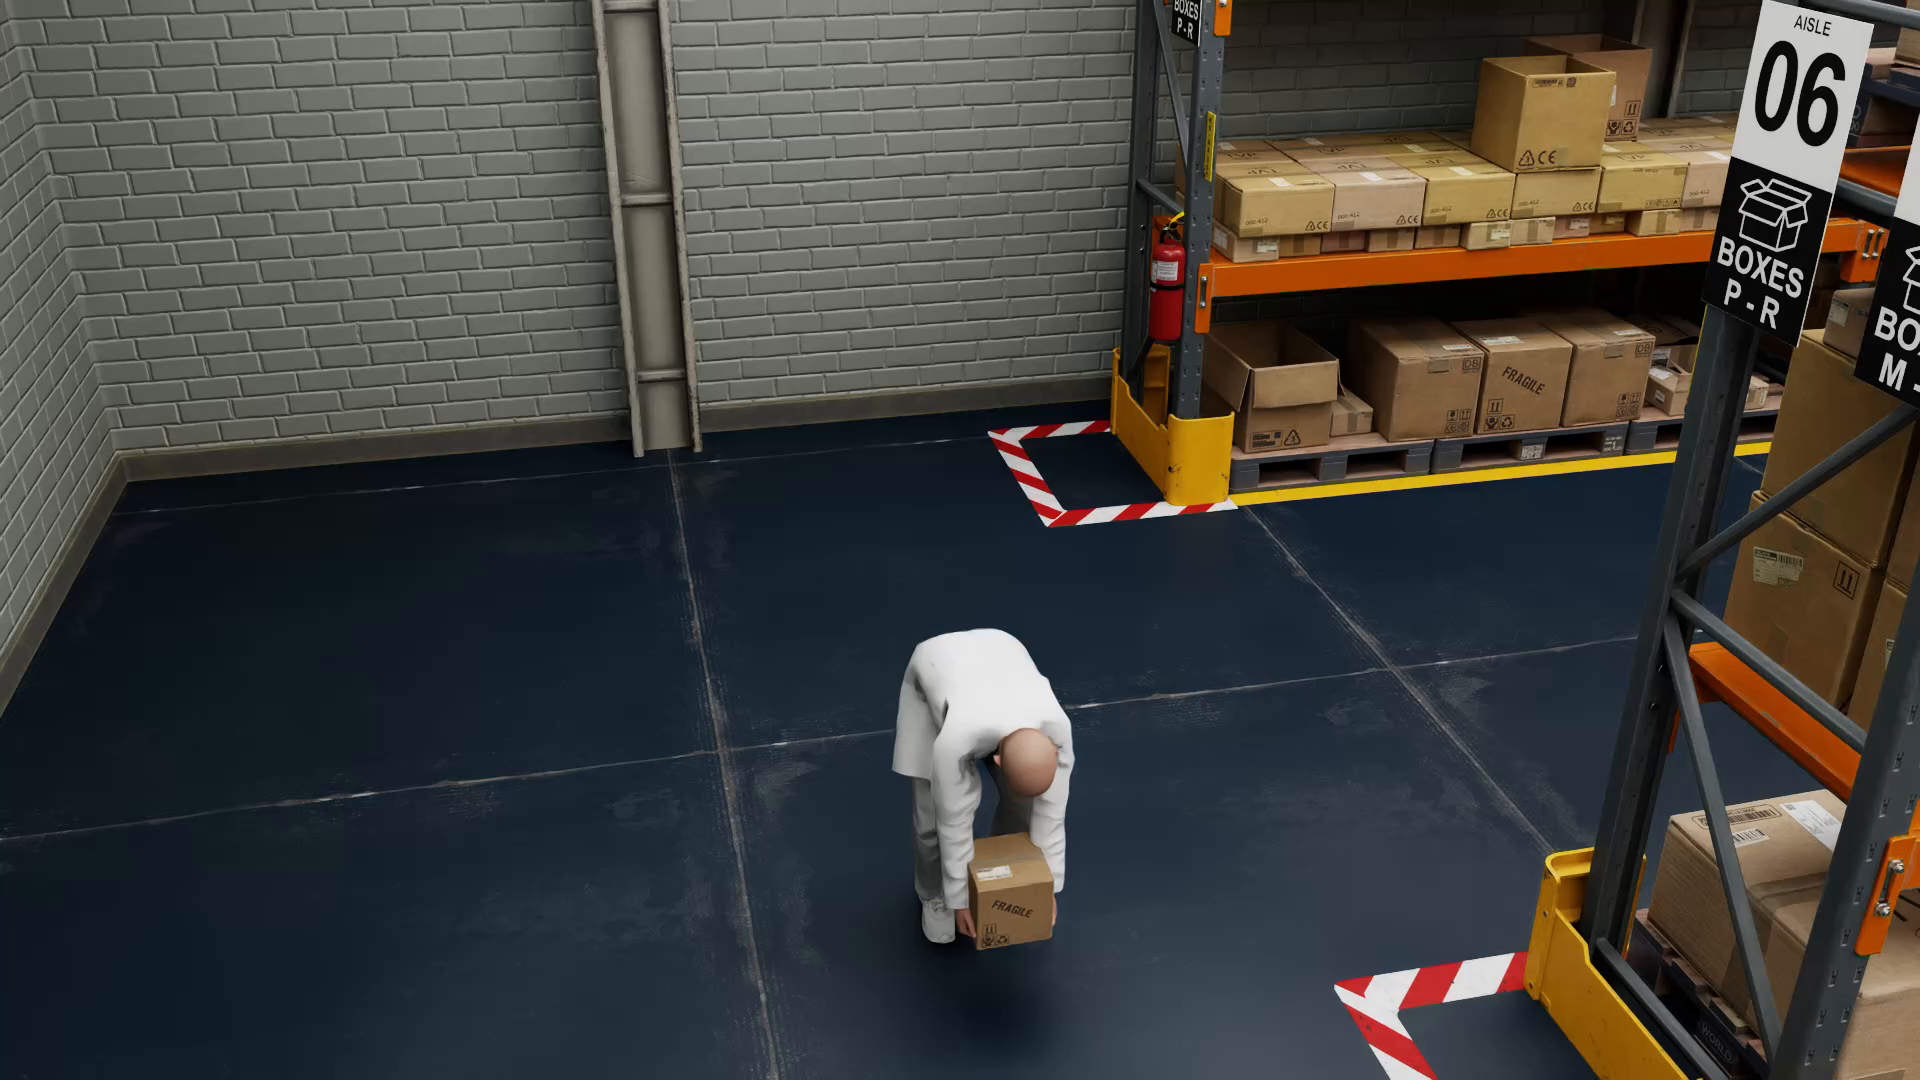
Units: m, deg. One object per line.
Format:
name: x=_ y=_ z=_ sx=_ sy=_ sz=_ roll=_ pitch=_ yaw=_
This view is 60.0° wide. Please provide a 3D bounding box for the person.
person: x=0.098 y=0.908 z=5.520 sx=0.568 sy=1.140 sz=0.948 roll=-7 pitch=27 yaw=-13
